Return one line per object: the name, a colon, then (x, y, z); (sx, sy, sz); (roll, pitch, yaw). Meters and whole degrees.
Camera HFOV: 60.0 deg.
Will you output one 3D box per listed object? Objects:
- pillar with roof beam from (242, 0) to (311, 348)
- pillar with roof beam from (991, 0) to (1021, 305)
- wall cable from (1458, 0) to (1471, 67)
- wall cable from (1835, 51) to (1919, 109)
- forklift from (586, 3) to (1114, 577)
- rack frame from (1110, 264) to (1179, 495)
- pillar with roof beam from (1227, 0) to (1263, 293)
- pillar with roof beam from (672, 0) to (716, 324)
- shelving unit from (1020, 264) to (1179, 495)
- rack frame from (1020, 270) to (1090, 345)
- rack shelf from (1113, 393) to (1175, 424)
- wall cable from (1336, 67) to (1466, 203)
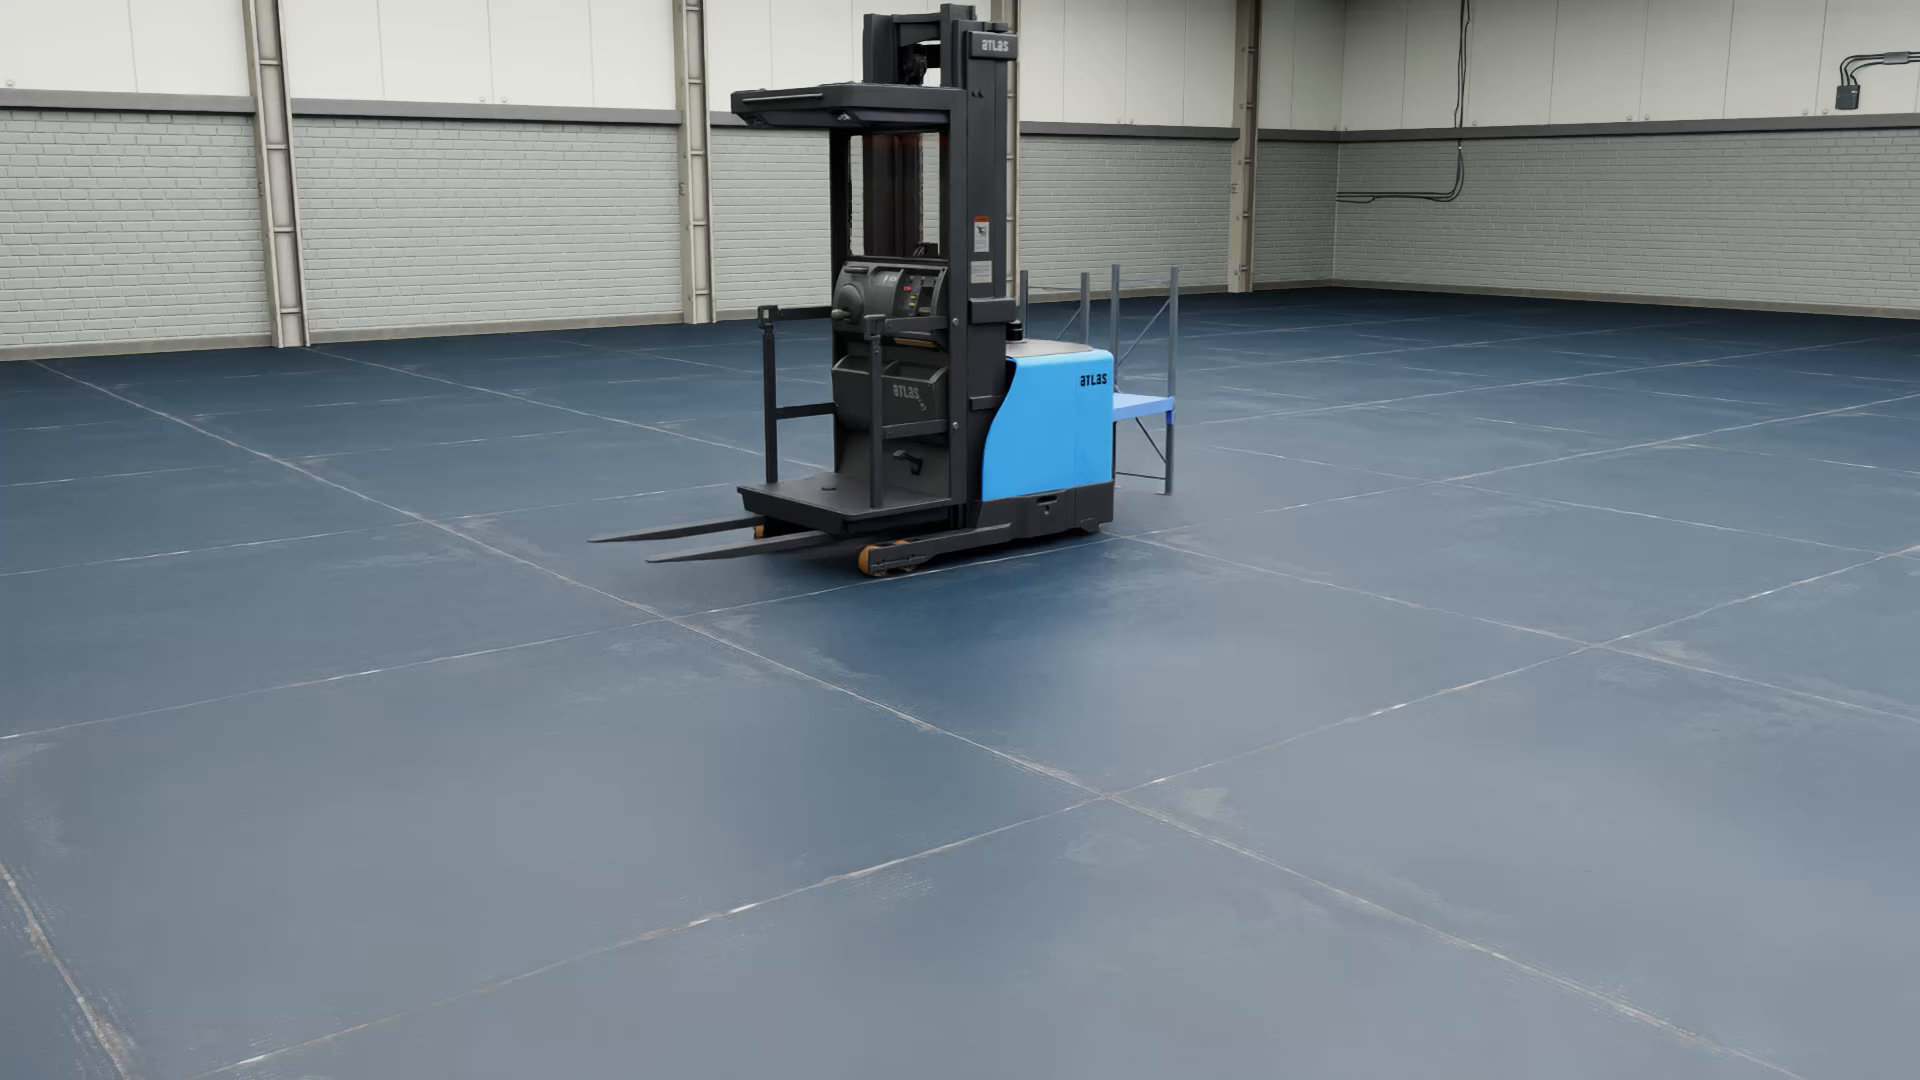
pillar with roof beam: (-5.920, -6.203, 17.175); (0.400, 9.000, 9.100); (-9, 15, -38)
pillar with roof beam: (3.451, -7.760, 24.508); (0.400, 9.000, 9.100); (-9, 15, -38)
wall cable: (10.263, -9.917, 29.985); (0.112, 2.526, 3.097); (-9, 15, -38)
wall cable: (14.491, -9.526, 24.639); (0.169, 6.003, 2.305); (-9, 15, -38)
forklift: (-0.548, -1.364, 8.994); (3.031, 2.935, 1.130); (-10, 15, -39)
rack frame: (1.209, -1.064, 11.028); (0.500, 1.500, 0.032); (9, 15, 38)
pillar with roof beam: (8.136, -8.538, 28.175); (0.400, 9.000, 9.100); (-9, 15, -38)
pillar with roof beam: (-1.235, -6.981, 20.842); (0.400, 9.000, 9.100); (-9, 15, -38)
shelving unit: (0.891, -0.981, 10.640); (0.538, 1.500, 1.048); (9, 15, 38)
rack frame: (0.573, -0.899, 10.252); (0.500, 1.500, 0.032); (9, 15, 38)
rack shelf: (0.891, -0.806, 10.677); (0.538, 0.185, 1.000); (9, 15, 38)
wall cable: (8.573, -7.886, 32.576); (0.112, 2.526, 3.097); (-9, 15, -38)
